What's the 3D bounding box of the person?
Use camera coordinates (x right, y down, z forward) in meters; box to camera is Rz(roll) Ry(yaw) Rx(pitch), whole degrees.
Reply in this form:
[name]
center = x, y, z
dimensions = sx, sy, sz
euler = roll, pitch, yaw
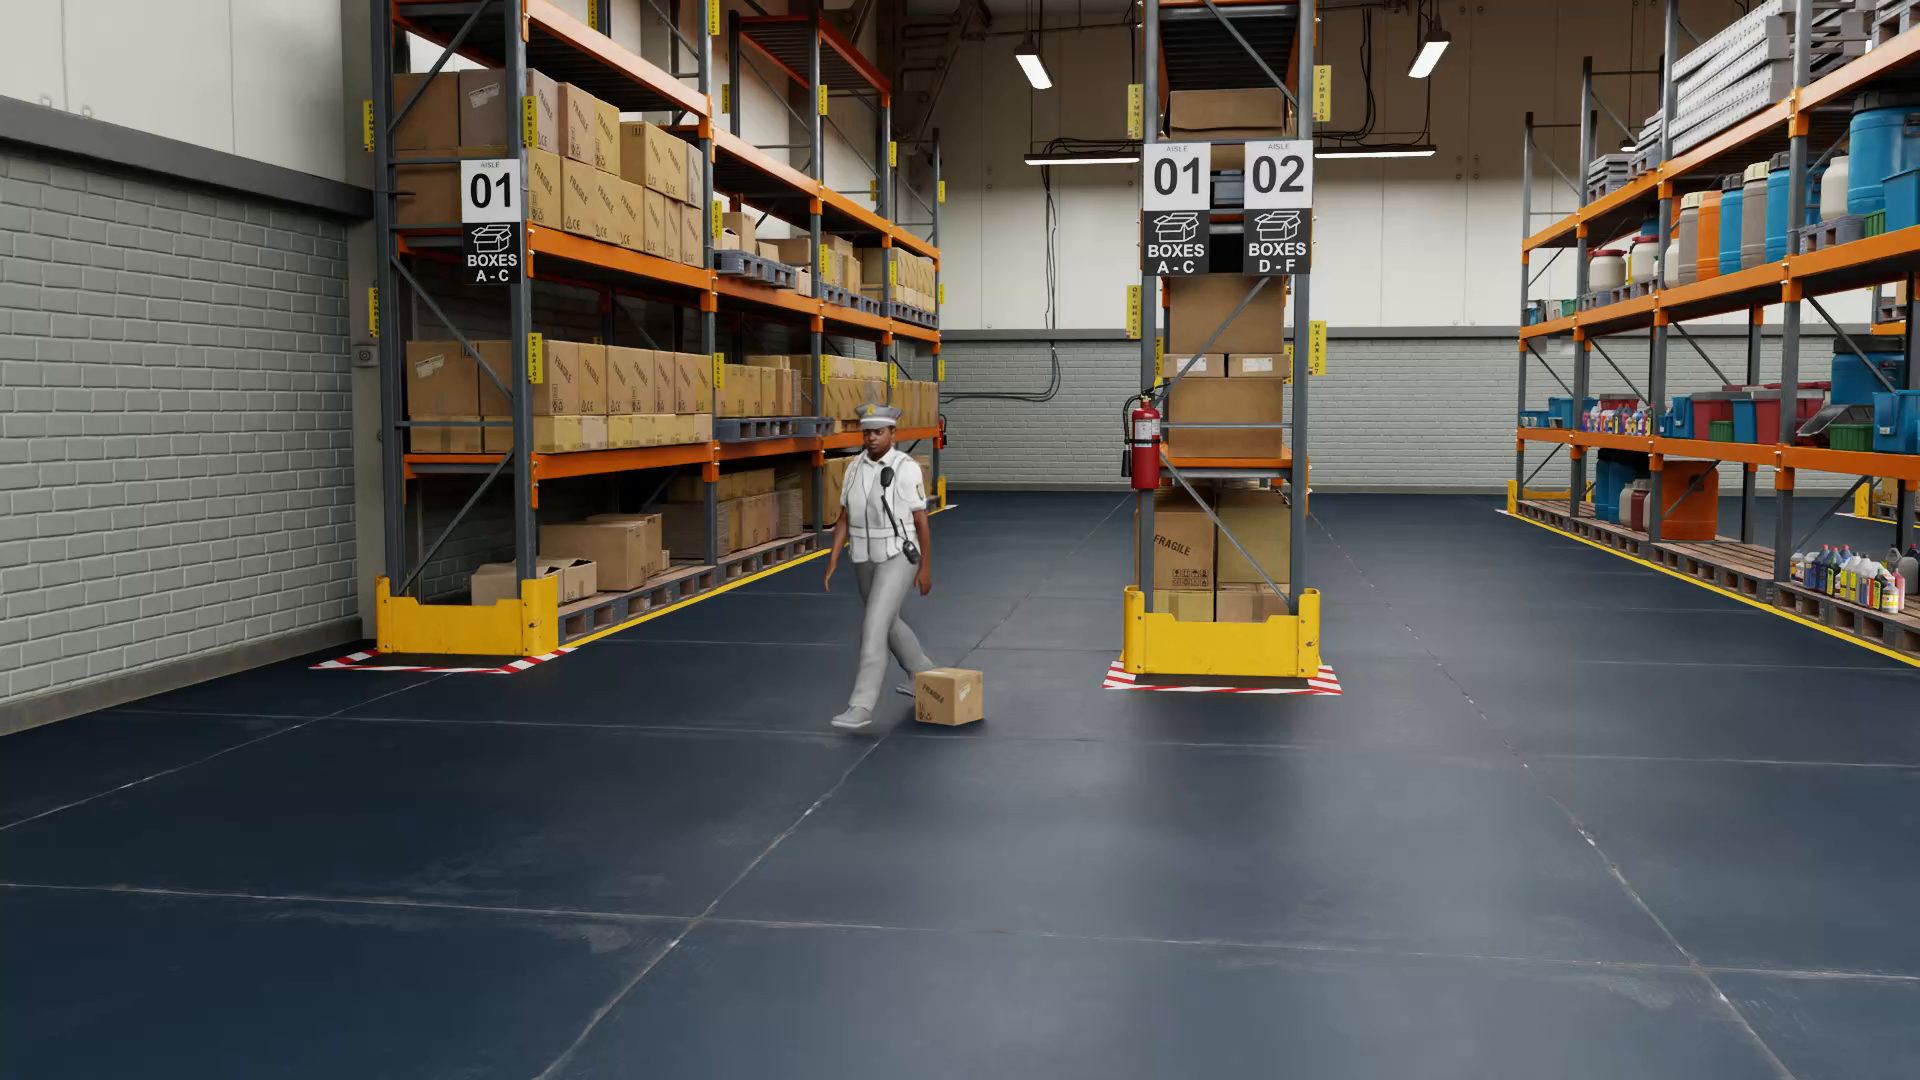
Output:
[person]
center = -0.389, 0.102, 8.543
dimensions = 0.454, 1.609, 1.068
euler = 3, 6, 35
